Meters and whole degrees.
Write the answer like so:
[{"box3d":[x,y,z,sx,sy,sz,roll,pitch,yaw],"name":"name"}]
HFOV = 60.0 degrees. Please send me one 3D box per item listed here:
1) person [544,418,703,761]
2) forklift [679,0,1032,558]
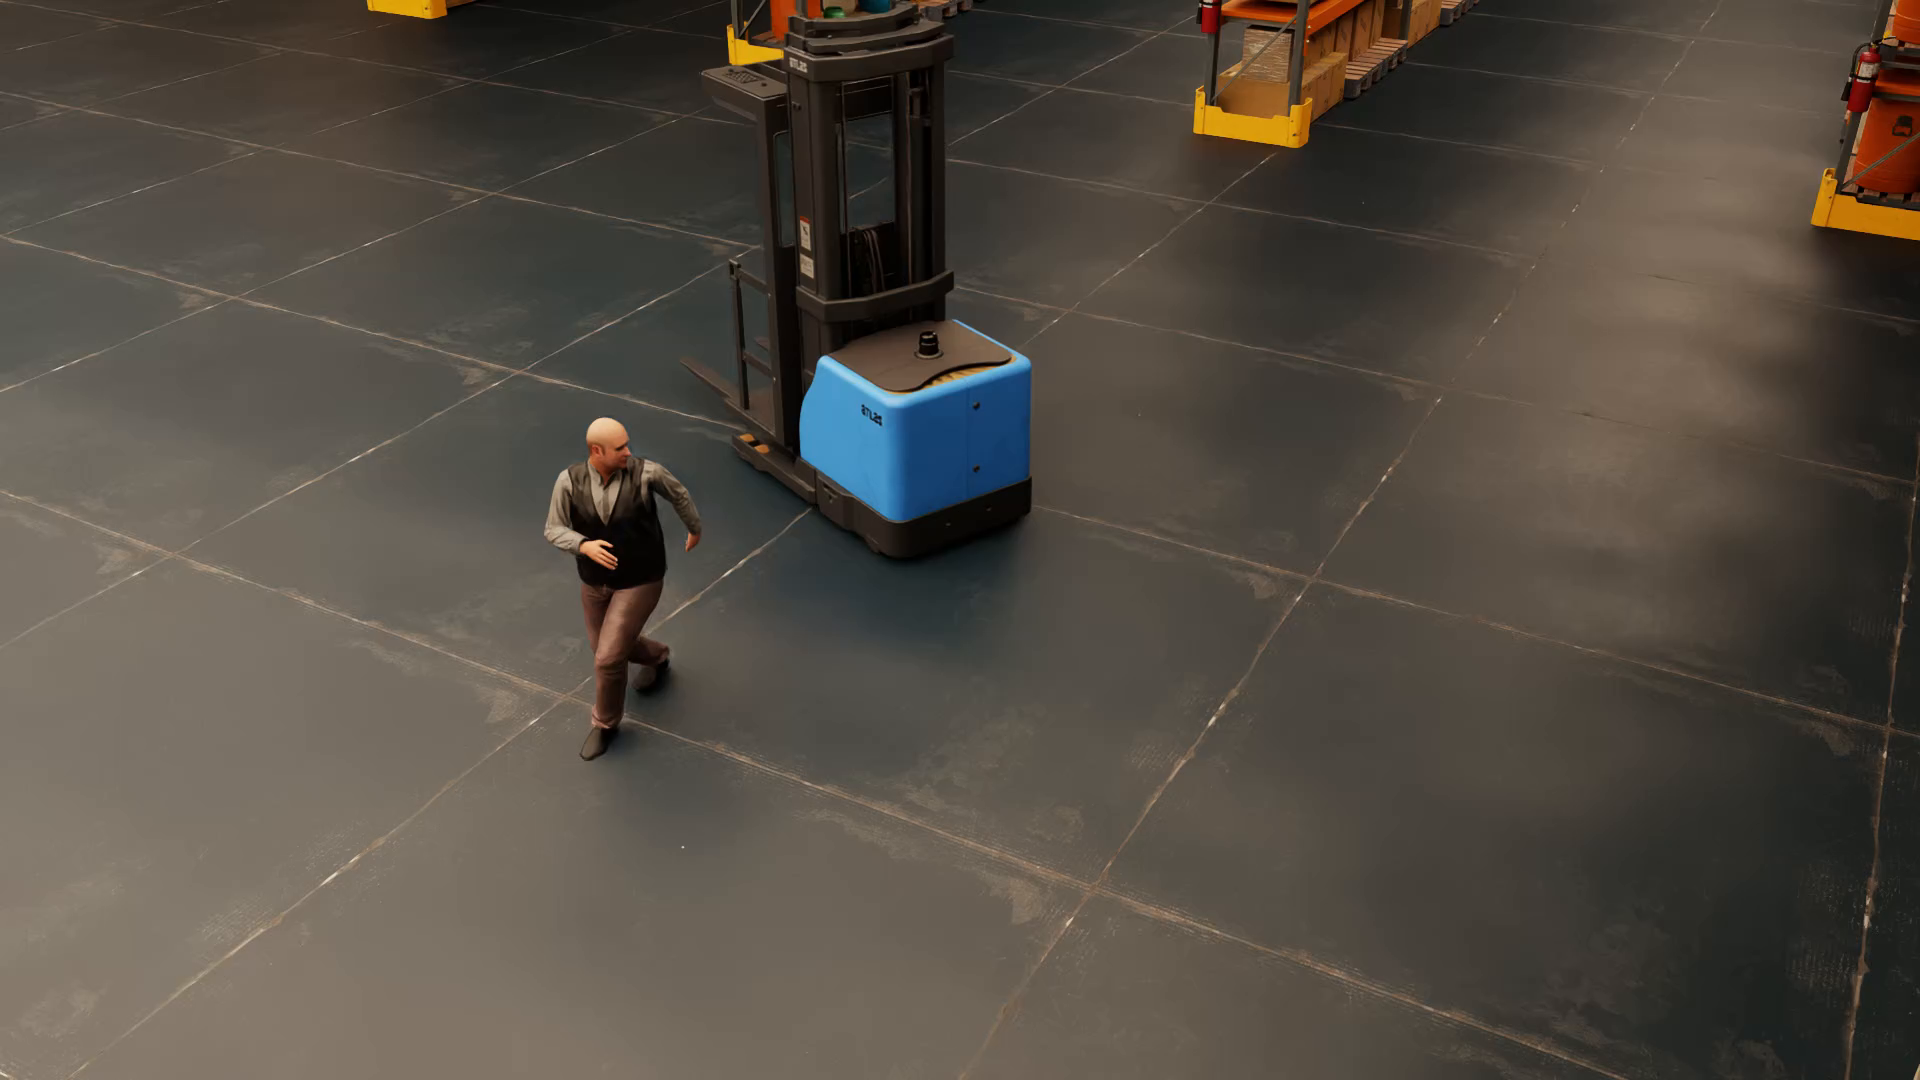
[{"box3d":[-1.662,0.171,8.108,0.551,1.653,0.936,10,31,16],"name":"person"},{"box3d":[-0.835,-1.847,10.270,1.130,2.935,3.031,-20,35,-30],"name":"forklift"}]
